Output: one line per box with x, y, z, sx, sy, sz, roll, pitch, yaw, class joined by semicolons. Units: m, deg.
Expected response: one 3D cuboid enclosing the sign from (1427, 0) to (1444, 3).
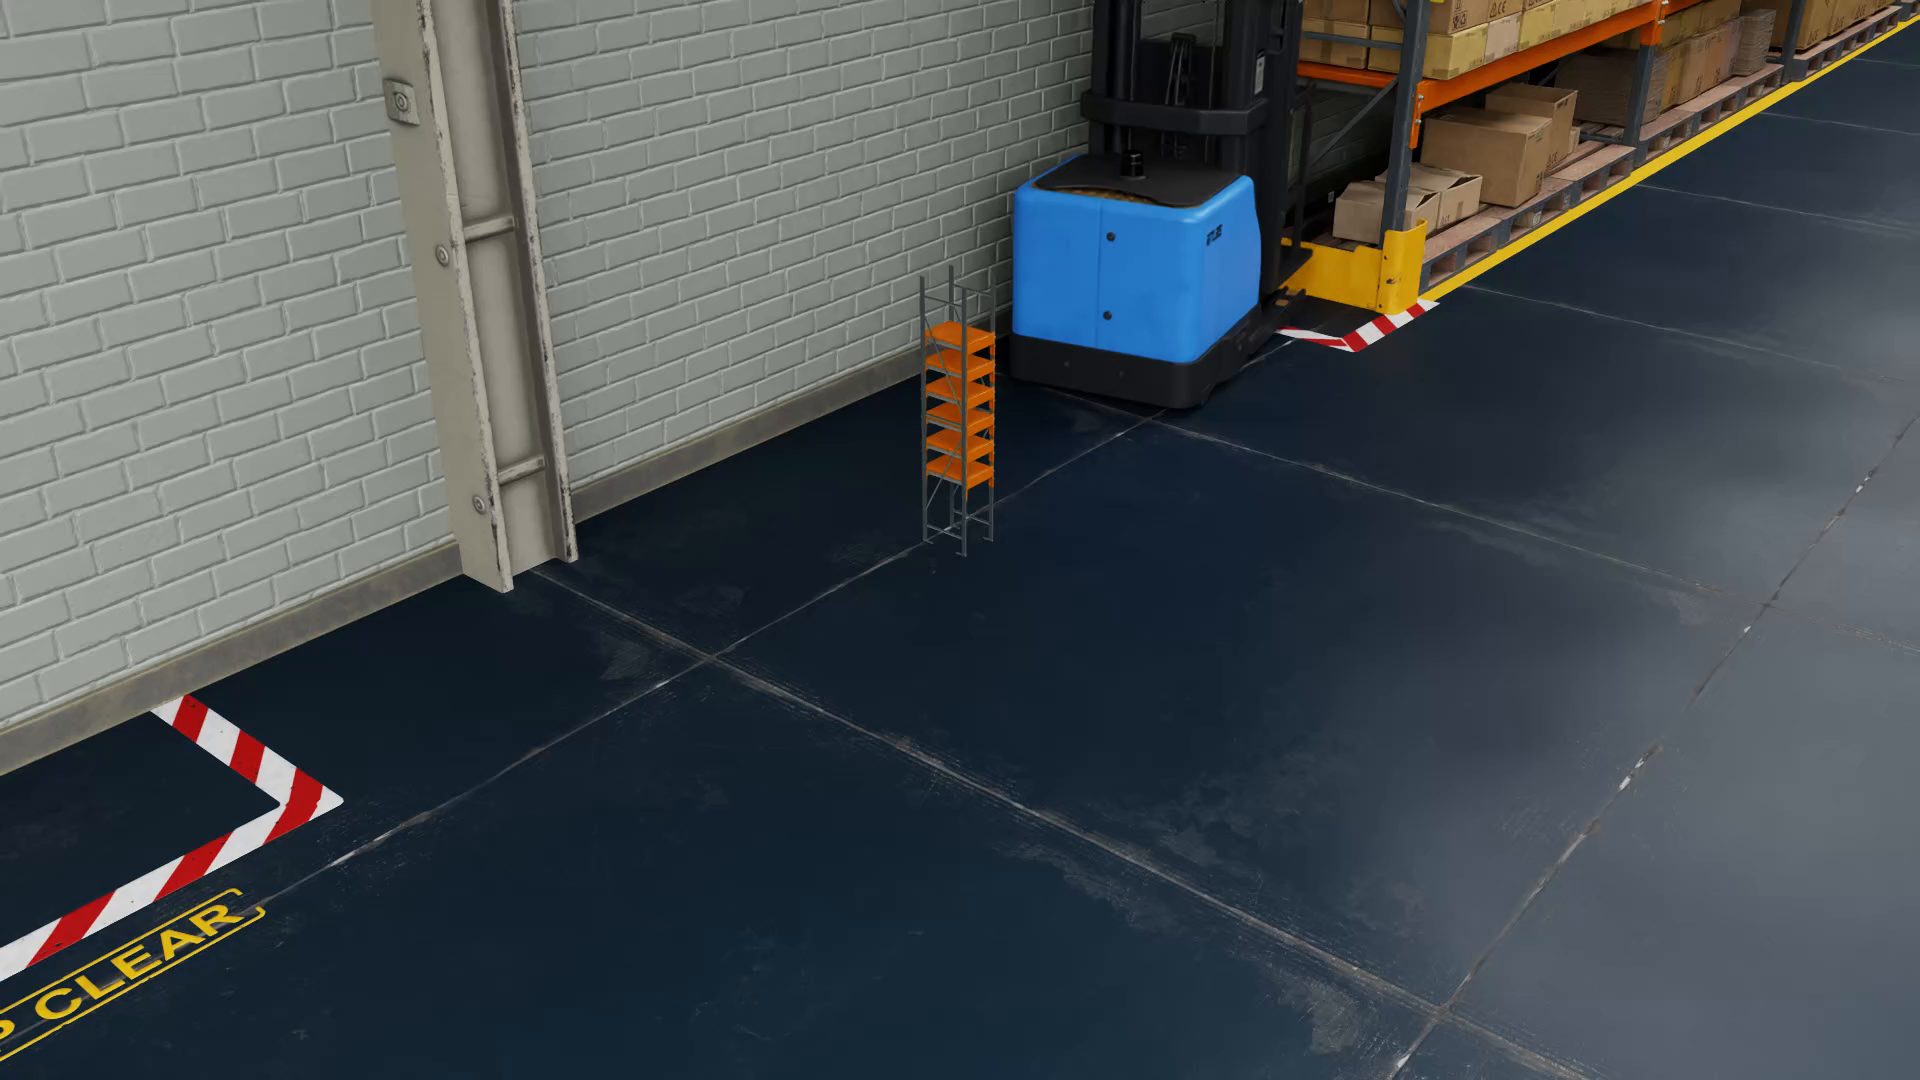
2.589;-3.081;8.999;0.100;0.325;0.005;21;34;34;sign

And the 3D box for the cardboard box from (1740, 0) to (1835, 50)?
7.828;-5.146;15.815;0.750;0.750;0.750;20;34;34;cardboard box

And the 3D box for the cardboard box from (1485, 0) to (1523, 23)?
3.028;-3.384;9.853;0.500;0.500;0.500;21;34;35;cardboard box

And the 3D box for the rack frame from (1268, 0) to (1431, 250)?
2.171;-2.855;9.505;1.000;3.000;0.127;21;34;34;rack frame

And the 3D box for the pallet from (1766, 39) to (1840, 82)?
7.819;-4.711;16.126;1.003;0.211;1.213;21;34;34;pallet

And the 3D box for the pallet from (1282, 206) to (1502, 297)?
2.763;-1.921;10.734;1.003;0.211;1.213;21;34;34;pallet

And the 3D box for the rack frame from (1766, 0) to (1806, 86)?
7.259;-5.692;14.987;1.000;3.000;0.127;21;34;34;rack frame

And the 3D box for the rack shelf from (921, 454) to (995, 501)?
-0.009;-0.275;7.095;0.258;0.103;0.180;21;34;34;rack shelf

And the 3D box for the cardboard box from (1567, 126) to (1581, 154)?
4.398;-3.012;12.412;0.380;0.166;0.250;16;31;28;cardboard box

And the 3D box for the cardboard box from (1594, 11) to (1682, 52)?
5.448;-4.115;13.365;0.500;0.250;0.500;20;33;33;cardboard box

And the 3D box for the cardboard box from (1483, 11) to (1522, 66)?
3.045;-3.066;10.053;0.500;0.250;0.500;20;33;33;cardboard box

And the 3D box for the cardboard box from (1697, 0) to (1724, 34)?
6.107;-4.472;14.055;0.500;0.250;0.500;21;34;34;cardboard box

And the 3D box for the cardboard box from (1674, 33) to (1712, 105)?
5.816;-3.991;13.942;0.700;0.500;0.500;21;34;35;cardboard box

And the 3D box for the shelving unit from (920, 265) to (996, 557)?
-0.009;-0.528;6.964;0.258;1.200;0.189;21;34;34;shelving unit

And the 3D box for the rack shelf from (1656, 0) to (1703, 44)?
5.987;-4.663;13.782;1.077;0.370;4.000;21;34;34;rack shelf

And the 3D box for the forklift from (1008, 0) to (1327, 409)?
1.378;-2.610;9.106;1.130;2.935;3.031;13;30;24;forklift

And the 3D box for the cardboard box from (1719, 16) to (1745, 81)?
6.424;-4.358;14.650;0.700;0.500;0.500;21;34;34;cardboard box

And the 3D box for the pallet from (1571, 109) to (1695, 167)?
5.209;-3.311;13.421;1.003;0.211;1.213;21;34;34;pallet

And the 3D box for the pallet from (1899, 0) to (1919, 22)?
10.348;-6.118;18.846;1.003;0.211;1.213;21;34;34;pallet

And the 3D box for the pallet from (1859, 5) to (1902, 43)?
9.371;-5.576;17.798;1.003;0.211;1.213;21;34;34;pallet

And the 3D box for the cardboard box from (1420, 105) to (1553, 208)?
3.548;-2.607;11.266;0.700;0.500;0.500;18;33;31;cardboard box

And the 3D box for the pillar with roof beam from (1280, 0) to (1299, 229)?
5.270;-4.763;6.662;9.100;9.000;0.400;21;34;34;pillar with roof beam

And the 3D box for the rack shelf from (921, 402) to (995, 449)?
-0.009;-0.488;6.985;0.258;0.103;0.180;21;34;34;rack shelf

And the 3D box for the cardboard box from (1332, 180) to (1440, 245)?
2.680;-2.075;10.445;0.500;0.311;0.500;17;32;29;cardboard box

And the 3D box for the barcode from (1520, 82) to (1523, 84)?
4.186;-3.379;12.411;0.001;0.075;0.075;21;34;34;barcode

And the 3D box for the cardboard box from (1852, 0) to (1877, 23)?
8.927;-5.757;16.996;0.750;0.750;0.750;22;35;36;cardboard box

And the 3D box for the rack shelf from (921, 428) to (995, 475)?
-0.009;-0.382;7.040;0.258;0.103;0.180;21;34;34;rack shelf

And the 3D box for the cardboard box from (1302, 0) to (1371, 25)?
2.306;-3.360;9.805;0.500;0.500;0.500;20;34;34;cardboard box

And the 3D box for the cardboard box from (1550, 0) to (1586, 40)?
3.697;-3.423;10.744;0.500;0.250;0.500;21;34;35;cardboard box

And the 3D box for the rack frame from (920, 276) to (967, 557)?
-0.067;-0.495;6.902;0.240;1.200;0.006;21;34;34;rack frame

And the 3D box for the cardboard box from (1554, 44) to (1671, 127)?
5.170;-3.624;13.233;0.700;0.500;0.500;22;35;36;cardboard box

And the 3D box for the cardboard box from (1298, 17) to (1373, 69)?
2.318;-3.020;9.964;0.500;0.250;0.500;21;34;35;cardboard box

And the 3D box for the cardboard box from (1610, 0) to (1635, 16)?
4.324;-3.785;11.443;0.500;0.250;0.500;21;34;35;cardboard box
